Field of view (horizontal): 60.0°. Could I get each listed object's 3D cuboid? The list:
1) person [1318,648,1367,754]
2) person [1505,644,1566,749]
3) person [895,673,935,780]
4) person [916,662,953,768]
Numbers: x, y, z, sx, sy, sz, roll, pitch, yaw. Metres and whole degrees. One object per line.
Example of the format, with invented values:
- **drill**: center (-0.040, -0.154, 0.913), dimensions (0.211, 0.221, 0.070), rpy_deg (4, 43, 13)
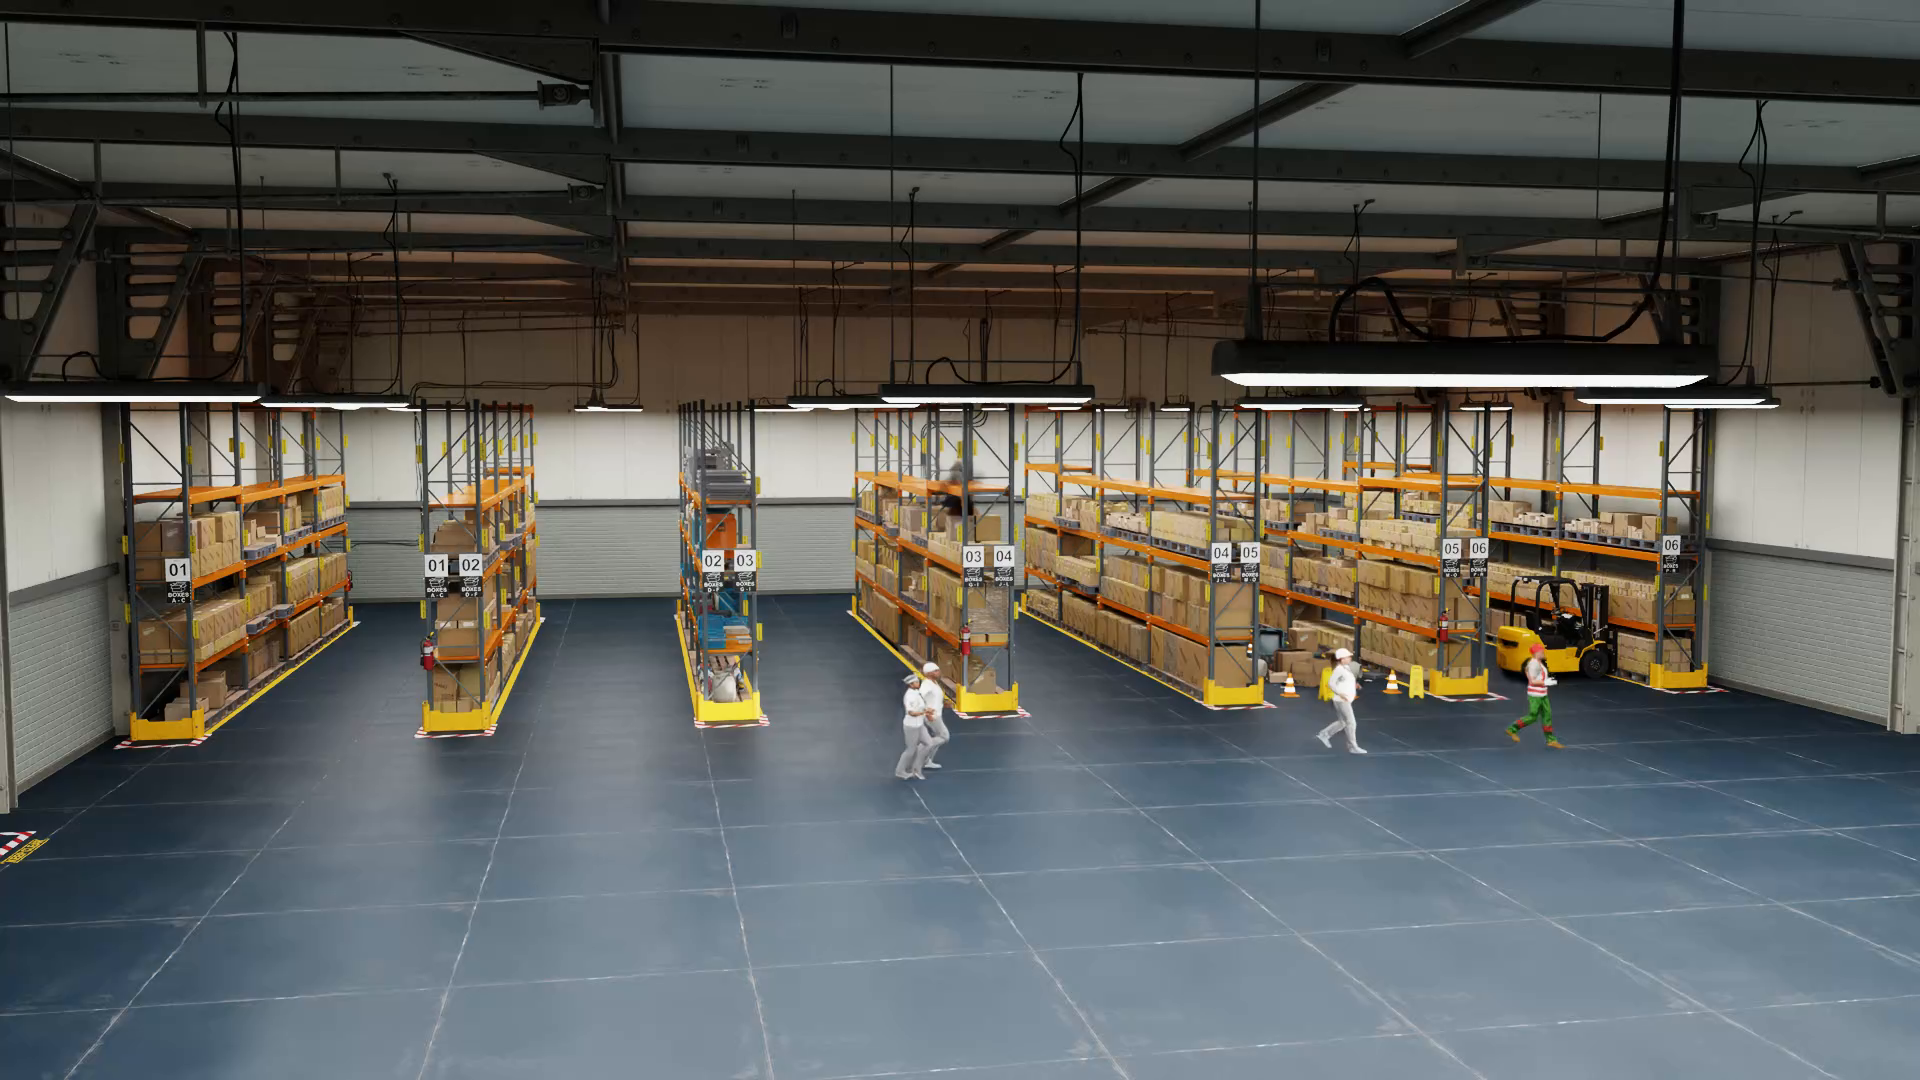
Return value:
- **person**: center (6.465, 2.706, 28.090), dimensions (0.844, 1.761, 0.671), rpy_deg (2, 5, 21)
- **person**: center (9.862, 2.661, 28.444), dimensions (0.987, 1.786, 0.656), rpy_deg (3, 5, 31)
- **person**: center (-0.688, 2.925, 25.995), dimensions (0.667, 1.728, 0.558), rpy_deg (1, 4, 13)
- **person**: center (-0.416, 2.834, 26.864), dimensions (0.576, 1.720, 0.698), rpy_deg (1, 4, 10)
